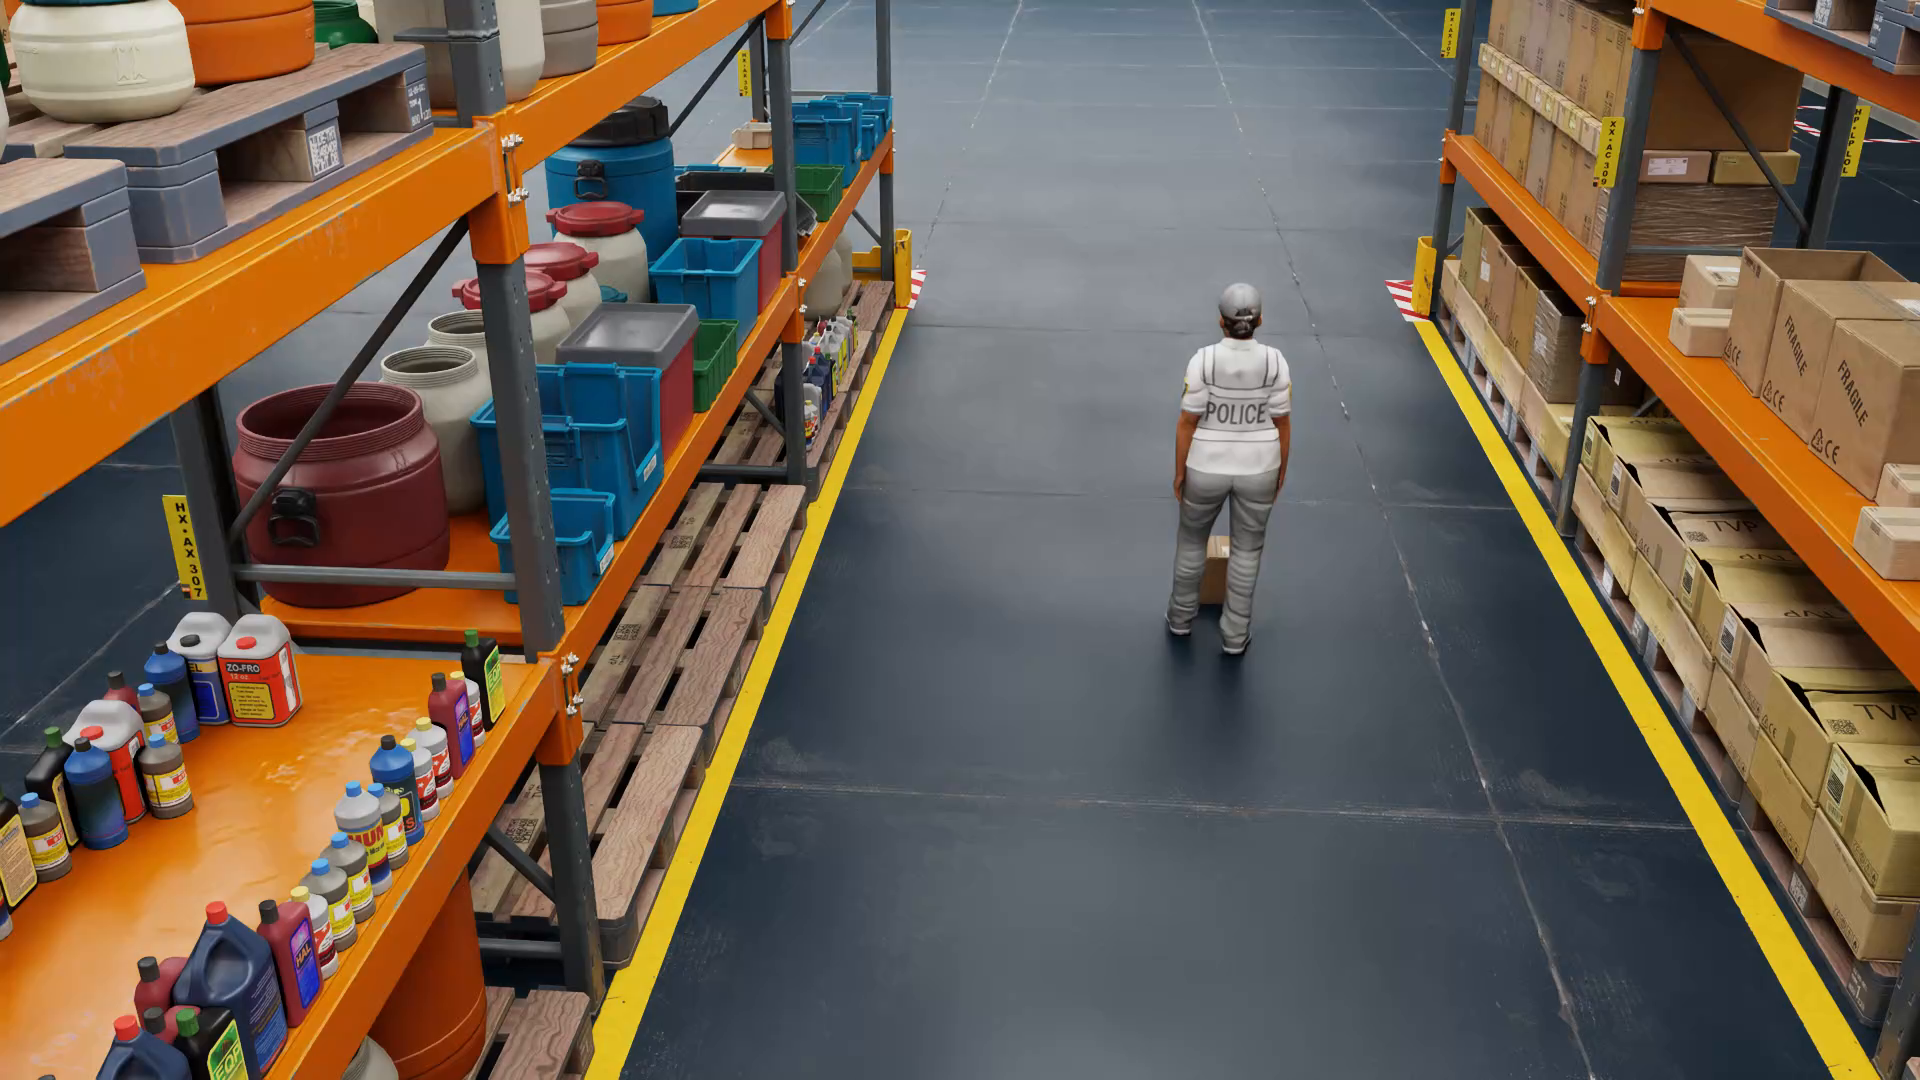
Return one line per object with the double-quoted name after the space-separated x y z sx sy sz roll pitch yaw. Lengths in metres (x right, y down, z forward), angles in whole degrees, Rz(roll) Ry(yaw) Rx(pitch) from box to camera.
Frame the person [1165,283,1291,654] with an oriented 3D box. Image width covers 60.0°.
1.182 -0.326 7.307 0.488 1.666 0.485 2 25 4 "person"
